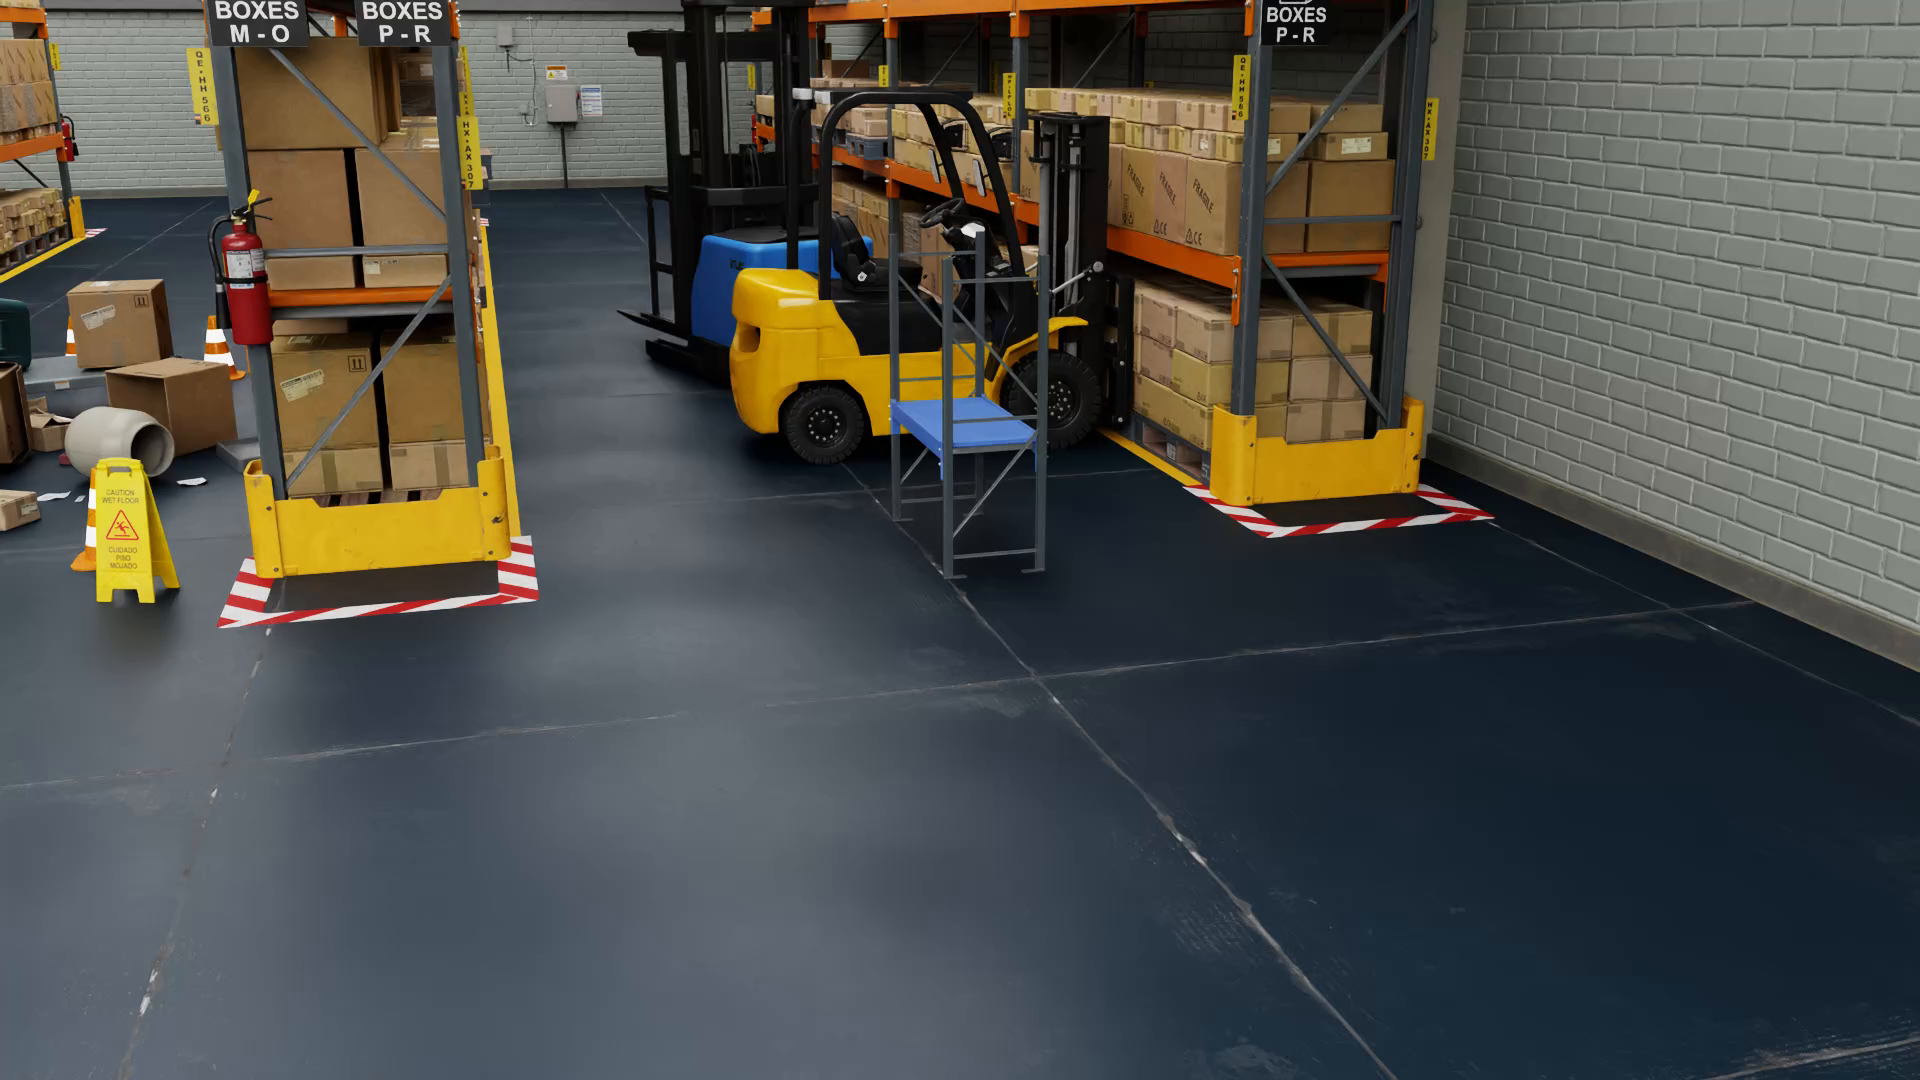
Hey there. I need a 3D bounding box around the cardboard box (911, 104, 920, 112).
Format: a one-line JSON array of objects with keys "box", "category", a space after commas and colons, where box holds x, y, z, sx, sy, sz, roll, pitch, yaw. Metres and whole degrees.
[{"box": [-0.237, -4.034, 15.367, 0.380, 0.149, 0.250, -4, 17, -14], "category": "cardboard box"}]

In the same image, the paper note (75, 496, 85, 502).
[{"box": [-4.867, -0.229, 9.198, 0.032, 0.001, 0.123, -5, 17, -15], "category": "paper note"}]

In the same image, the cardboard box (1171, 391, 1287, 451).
[{"box": [1.554, -0.706, 9.639, 0.500, 0.250, 0.500, -5, 17, -15], "category": "cardboard box"}]

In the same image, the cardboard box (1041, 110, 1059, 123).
[{"box": [0.795, -3.002, 11.929, 0.380, 0.149, 0.250, -4, 17, -14], "category": "cardboard box"}]

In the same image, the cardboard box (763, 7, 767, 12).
[{"box": [-2.425, -7.133, 22.206, 0.380, 0.149, 0.250, -4, 17, -14], "category": "cardboard box"}]

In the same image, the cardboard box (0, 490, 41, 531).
[{"box": [-5.087, -0.161, 8.730, 0.380, 0.149, 0.250, 4, 17, 13], "category": "cardboard box"}]

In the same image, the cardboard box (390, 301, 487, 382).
[{"box": [-3.025, -1.102, 9.654, 0.500, 0.500, 0.500, -4, 17, -14], "category": "cardboard box"}]

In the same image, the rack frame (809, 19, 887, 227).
[{"box": [-1.311, -5.036, 20.005, 1.000, 3.000, 0.127, -5, 17, -15], "category": "rack frame"}]

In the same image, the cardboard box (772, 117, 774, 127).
[{"box": [-2.353, -5.699, 22.646, 0.380, 0.149, 0.250, -4, 17, -14], "category": "cardboard box"}]

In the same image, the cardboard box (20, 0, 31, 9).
[{"box": [-11.387, -6.449, 19.755, 0.500, 0.250, 0.500, -5, 17, -15], "category": "cardboard box"}]

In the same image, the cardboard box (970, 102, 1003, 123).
[{"box": [0.276, -3.463, 13.466, 0.380, 0.149, 0.250, -5, 18, -17], "category": "cardboard box"}]

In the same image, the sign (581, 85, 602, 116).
[{"box": [-6.276, -7.484, 28.318, 0.329, 0.494, 0.001, -5, 17, -15], "category": "sign"}]

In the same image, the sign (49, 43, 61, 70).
[{"box": [-11.374, -6.074, 20.898, 0.100, 0.325, 0.005, -5, 17, -15], "category": "sign"}]

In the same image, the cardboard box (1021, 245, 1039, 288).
[{"box": [0.719, -2.028, 12.301, 0.500, 0.250, 0.500, -5, 17, -16], "category": "cardboard box"}]

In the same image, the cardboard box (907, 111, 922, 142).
[{"box": [-0.188, -3.817, 15.337, 0.500, 0.250, 0.500, -4, 17, -14], "category": "cardboard box"}]

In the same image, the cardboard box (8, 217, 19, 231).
[{"box": [-10.988, -3.608, 18.957, 0.380, 0.149, 0.250, -4, 17, -13], "category": "cardboard box"}]

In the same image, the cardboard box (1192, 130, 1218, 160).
[{"box": [1.524, -2.218, 9.320, 0.380, 0.149, 0.250, -4, 17, -14], "category": "cardboard box"}]

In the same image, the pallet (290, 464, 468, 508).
[{"box": [-2.995, -0.237, 8.873, 1.003, 0.211, 1.213, -5, 17, -15], "category": "pallet"}]

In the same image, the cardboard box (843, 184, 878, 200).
[{"box": [-1.115, -3.943, 18.854, 0.380, 0.149, 0.250, -5, 17, -15], "category": "cardboard box"}]

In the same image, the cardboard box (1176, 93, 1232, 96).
[{"box": [1.627, -2.831, 10.844, 0.380, 0.149, 0.250, -4, 17, -14], "category": "cardboard box"}]

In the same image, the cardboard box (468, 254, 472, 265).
[{"box": [-2.782, -1.536, 8.788, 0.380, 0.149, 0.250, -4, 17, -14], "category": "cardboard box"}]

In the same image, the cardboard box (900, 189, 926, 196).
[{"box": [-0.462, -3.767, 18.266, 0.380, 0.149, 0.250, -5, 17, -15], "category": "cardboard box"}]

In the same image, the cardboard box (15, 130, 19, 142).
[{"box": [-11.194, -4.707, 19.343, 0.380, 0.149, 0.250, -4, 17, -14], "category": "cardboard box"}]

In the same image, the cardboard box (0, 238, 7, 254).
[{"box": [-10.605, -3.186, 18.069, 0.380, 0.149, 0.250, -5, 18, -18], "category": "cardboard box"}]

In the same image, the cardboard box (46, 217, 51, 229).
[{"box": [-11.410, -3.894, 20.426, 0.380, 0.149, 0.250, -5, 17, -16], "category": "cardboard box"}]

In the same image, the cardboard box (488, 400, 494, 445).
[{"box": [-2.873, -0.595, 9.268, 0.500, 0.250, 0.500, -4, 17, -13], "category": "cardboard box"}]

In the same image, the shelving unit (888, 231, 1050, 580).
[{"box": [0.023, -0.695, 8.158, 0.538, 1.500, 1.048, -5, 17, -15], "category": "shelving unit"}]

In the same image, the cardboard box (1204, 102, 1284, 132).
[{"box": [1.588, -2.366, 9.297, 0.380, 0.149, 0.250, -5, 17, -15], "category": "cardboard box"}]

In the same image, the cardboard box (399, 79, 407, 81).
[{"box": [-3.875, -3.112, 12.179, 0.500, 0.500, 0.500, -5, 17, -15], "category": "cardboard box"}]

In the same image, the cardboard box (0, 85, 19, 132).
[{"box": [-10.954, -4.849, 18.691, 0.500, 0.500, 0.500, -5, 17, -16], "category": "cardboard box"}]

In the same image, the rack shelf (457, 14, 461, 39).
[{"box": [-6.632, -6.288, 20.209, 1.077, 0.370, 4.000, -5, 17, -15], "category": "rack shelf"}]

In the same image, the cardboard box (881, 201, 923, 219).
[{"box": [-0.591, -3.361, 16.915, 0.380, 0.149, 0.250, -6, 18, -18], "category": "cardboard box"}]

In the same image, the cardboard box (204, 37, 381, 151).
[{"box": [-3.135, -2.117, 7.857, 0.700, 0.500, 0.500, -5, 17, -17], "category": "cardboard box"}]

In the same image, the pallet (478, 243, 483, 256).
[{"box": [-5.798, -3.100, 18.405, 1.003, 0.211, 1.213, -5, 17, -15], "category": "pallet"}]

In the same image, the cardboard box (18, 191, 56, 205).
[{"box": [-11.317, -4.189, 20.374, 0.380, 0.149, 0.250, -5, 17, -16], "category": "cardboard box"}]

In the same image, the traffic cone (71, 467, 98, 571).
[{"box": [-4.143, -0.126, 8.066, 0.336, 0.463, 0.334, -5, 17, -15], "category": "traffic cone"}]

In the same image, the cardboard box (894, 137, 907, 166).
[{"box": [-0.325, -3.716, 15.870, 0.500, 0.250, 0.500, -5, 17, -15], "category": "cardboard box"}]

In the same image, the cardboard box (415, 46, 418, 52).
[{"box": [-6.116, -5.725, 19.259, 0.380, 0.149, 0.250, -5, 17, -16], "category": "cardboard box"}]

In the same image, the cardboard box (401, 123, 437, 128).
[{"box": [-3.228, -2.232, 9.979, 0.500, 0.500, 0.500, -4, 17, -14], "category": "cardboard box"}]

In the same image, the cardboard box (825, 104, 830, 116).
[{"box": [-1.298, -4.759, 18.583, 0.396, 0.266, 0.258, -4, 17, -13], "category": "cardboard box"}]

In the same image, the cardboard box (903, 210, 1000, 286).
[{"box": [-0.053, -2.820, 16.025, 0.875, 0.625, 0.625, -4, 17, -13], "category": "cardboard box"}]

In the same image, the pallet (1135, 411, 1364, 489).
[{"box": [1.737, -0.590, 10.049, 1.003, 0.211, 1.213, -5, 17, -15], "category": "pallet"}]

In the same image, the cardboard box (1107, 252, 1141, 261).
[{"box": [1.363, -1.927, 11.964, 0.500, 0.250, 0.500, -5, 17, -16], "category": "cardboard box"}]

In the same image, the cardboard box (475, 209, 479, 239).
[{"box": [-6.152, -3.799, 19.610, 0.875, 0.438, 0.875, -5, 17, -16], "category": "cardboard box"}]

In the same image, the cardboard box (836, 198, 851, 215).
[{"box": [-1.105, -3.604, 18.851, 0.500, 0.500, 0.500, -5, 17, -17], "category": "cardboard box"}]

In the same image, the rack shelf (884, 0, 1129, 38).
[{"box": [0.338, -4.469, 14.152, 1.077, 0.370, 4.000, -5, 17, -15], "category": "rack shelf"}]

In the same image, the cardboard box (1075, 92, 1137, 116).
[{"box": [0.997, -2.929, 11.170, 0.380, 0.149, 0.250, -5, 17, -16], "category": "cardboard box"}]

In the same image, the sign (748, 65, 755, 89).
[{"box": [-2.932, -6.515, 23.421, 0.100, 0.325, 0.005, -5, 17, -15], "category": "sign"}]

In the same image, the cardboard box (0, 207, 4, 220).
[{"box": [-10.845, -3.603, 18.424, 0.380, 0.149, 0.250, -5, 17, -16], "category": "cardboard box"}]

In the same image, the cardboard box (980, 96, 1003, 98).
[{"box": [0.396, -3.934, 15.033, 0.380, 0.149, 0.250, -5, 17, -16], "category": "cardboard box"}]

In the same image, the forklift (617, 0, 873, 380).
[{"box": [-1.838, -2.848, 12.837, 1.130, 2.935, 3.031, -11, 20, -31], "category": "forklift"}]
